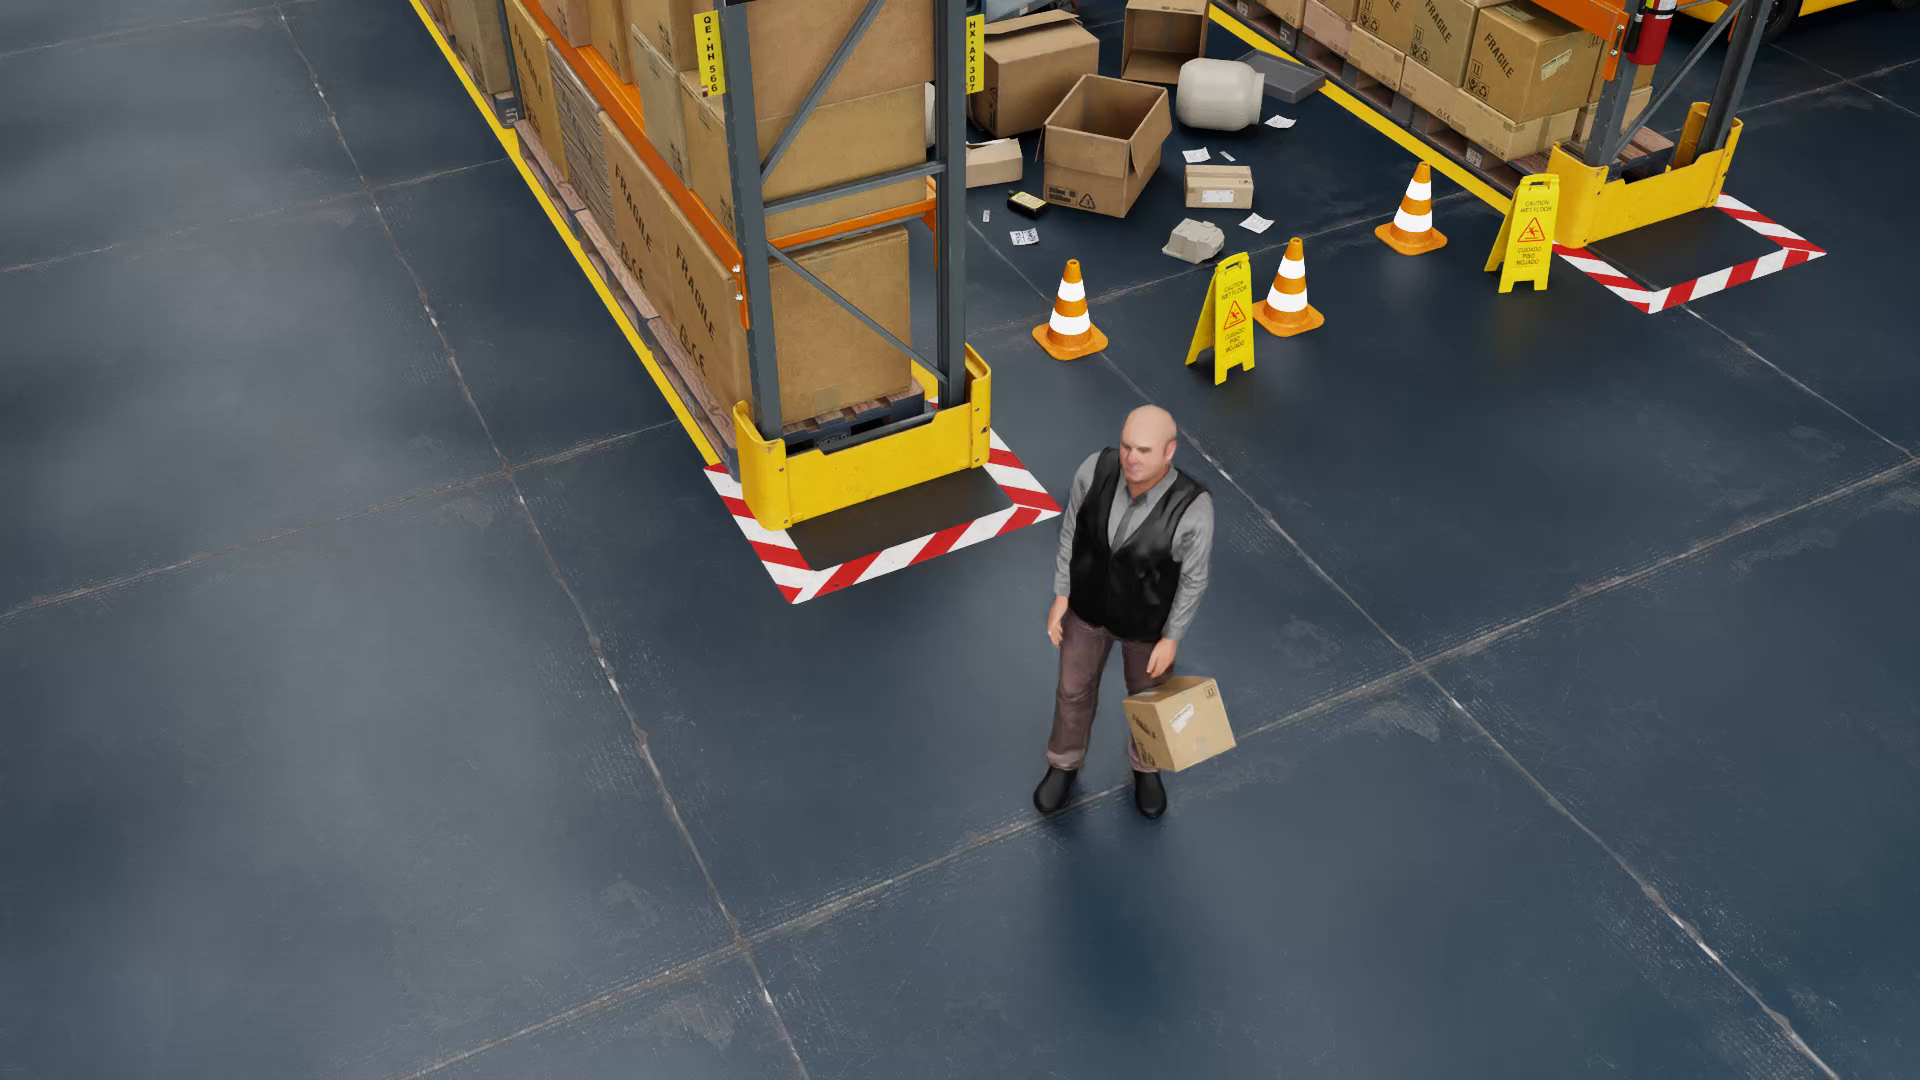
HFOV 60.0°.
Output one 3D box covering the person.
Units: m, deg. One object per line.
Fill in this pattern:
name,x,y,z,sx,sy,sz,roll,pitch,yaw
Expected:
person,0.558,0.303,5.797,0.543,1.728,0.512,21,45,22
